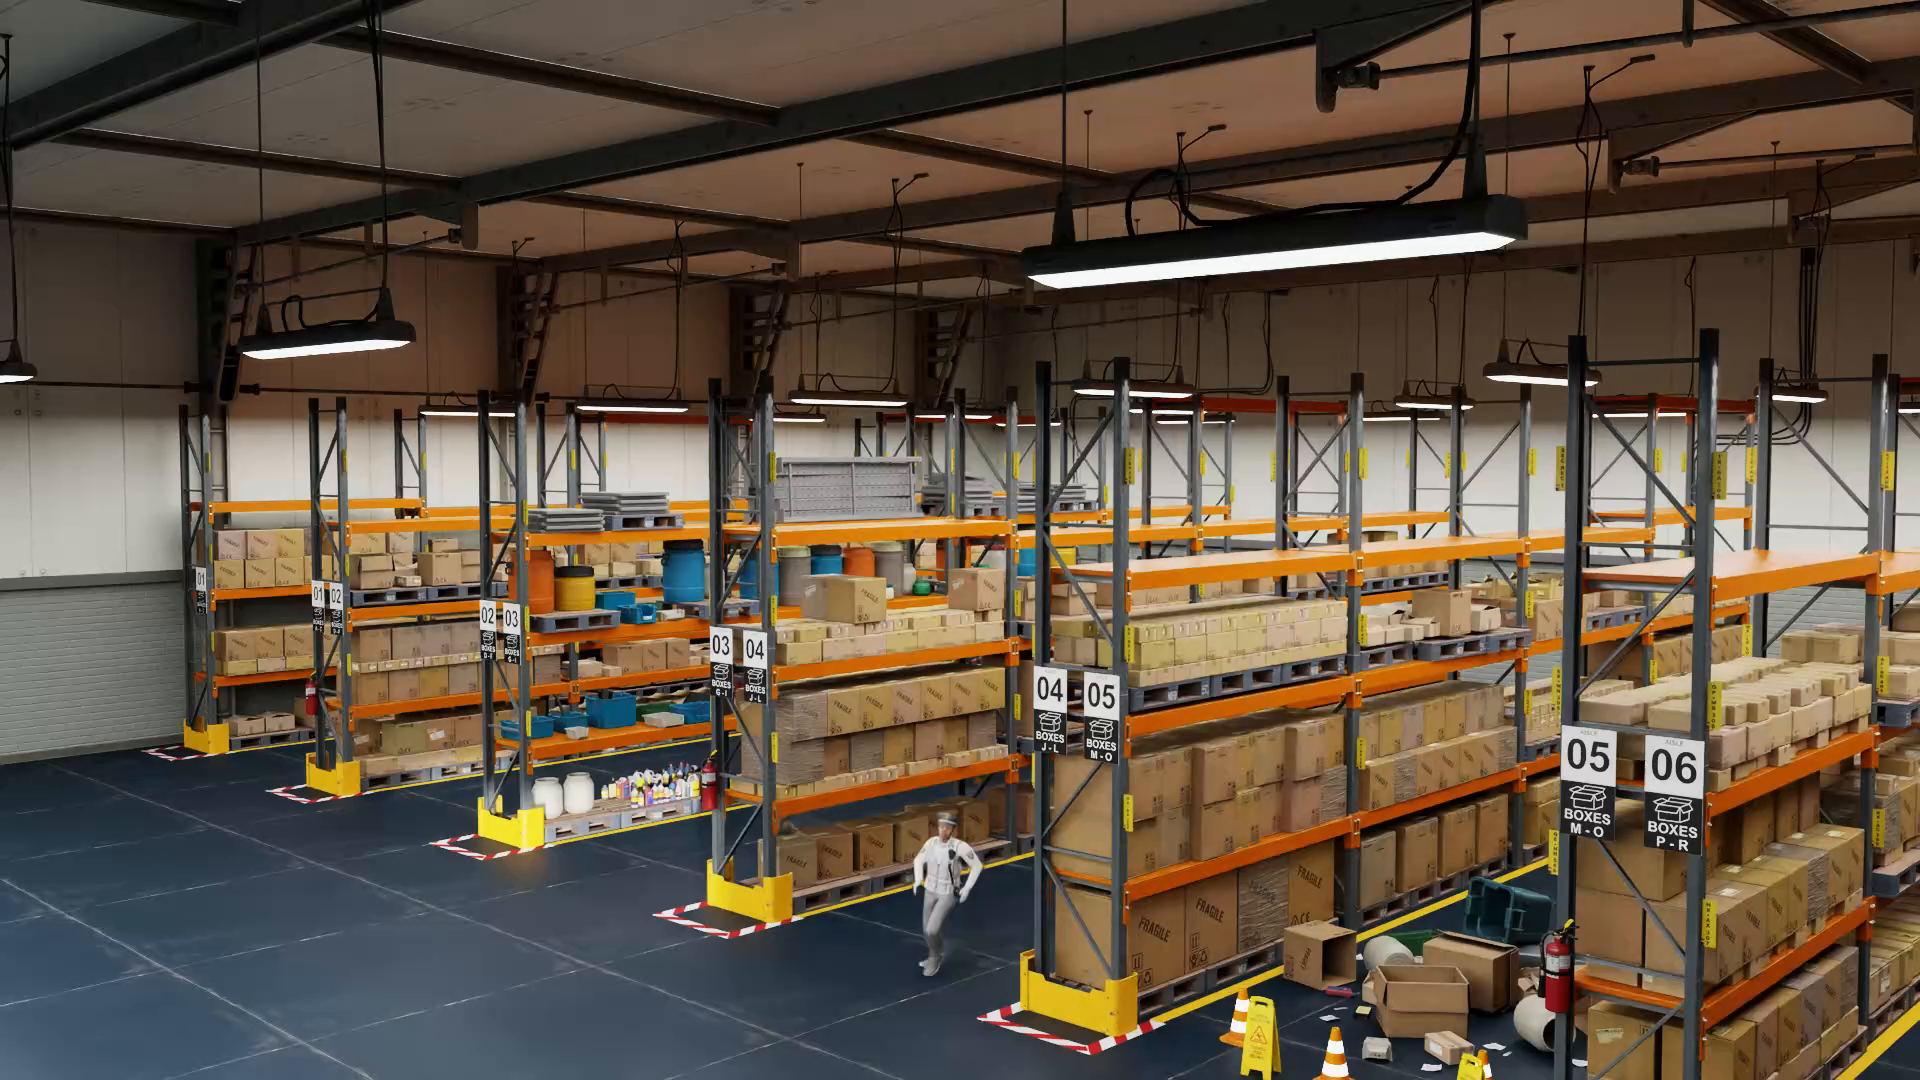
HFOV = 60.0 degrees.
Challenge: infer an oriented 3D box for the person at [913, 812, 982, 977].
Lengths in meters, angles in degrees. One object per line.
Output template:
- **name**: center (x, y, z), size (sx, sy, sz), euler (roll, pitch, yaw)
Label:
- **person**: center (-0.168, 3.481, 16.356), size (0.680, 1.658, 0.595), euler (2, 4, 31)

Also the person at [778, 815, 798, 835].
- **person**: center (-2.257, 3.279, 20.985), size (0.913, 1.558, 0.699), euler (-3, 4, -42)

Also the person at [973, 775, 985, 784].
- **person**: center (0.298, 2.957, 25.939), size (0.652, 1.707, 0.745), euler (1, 3, 25)
